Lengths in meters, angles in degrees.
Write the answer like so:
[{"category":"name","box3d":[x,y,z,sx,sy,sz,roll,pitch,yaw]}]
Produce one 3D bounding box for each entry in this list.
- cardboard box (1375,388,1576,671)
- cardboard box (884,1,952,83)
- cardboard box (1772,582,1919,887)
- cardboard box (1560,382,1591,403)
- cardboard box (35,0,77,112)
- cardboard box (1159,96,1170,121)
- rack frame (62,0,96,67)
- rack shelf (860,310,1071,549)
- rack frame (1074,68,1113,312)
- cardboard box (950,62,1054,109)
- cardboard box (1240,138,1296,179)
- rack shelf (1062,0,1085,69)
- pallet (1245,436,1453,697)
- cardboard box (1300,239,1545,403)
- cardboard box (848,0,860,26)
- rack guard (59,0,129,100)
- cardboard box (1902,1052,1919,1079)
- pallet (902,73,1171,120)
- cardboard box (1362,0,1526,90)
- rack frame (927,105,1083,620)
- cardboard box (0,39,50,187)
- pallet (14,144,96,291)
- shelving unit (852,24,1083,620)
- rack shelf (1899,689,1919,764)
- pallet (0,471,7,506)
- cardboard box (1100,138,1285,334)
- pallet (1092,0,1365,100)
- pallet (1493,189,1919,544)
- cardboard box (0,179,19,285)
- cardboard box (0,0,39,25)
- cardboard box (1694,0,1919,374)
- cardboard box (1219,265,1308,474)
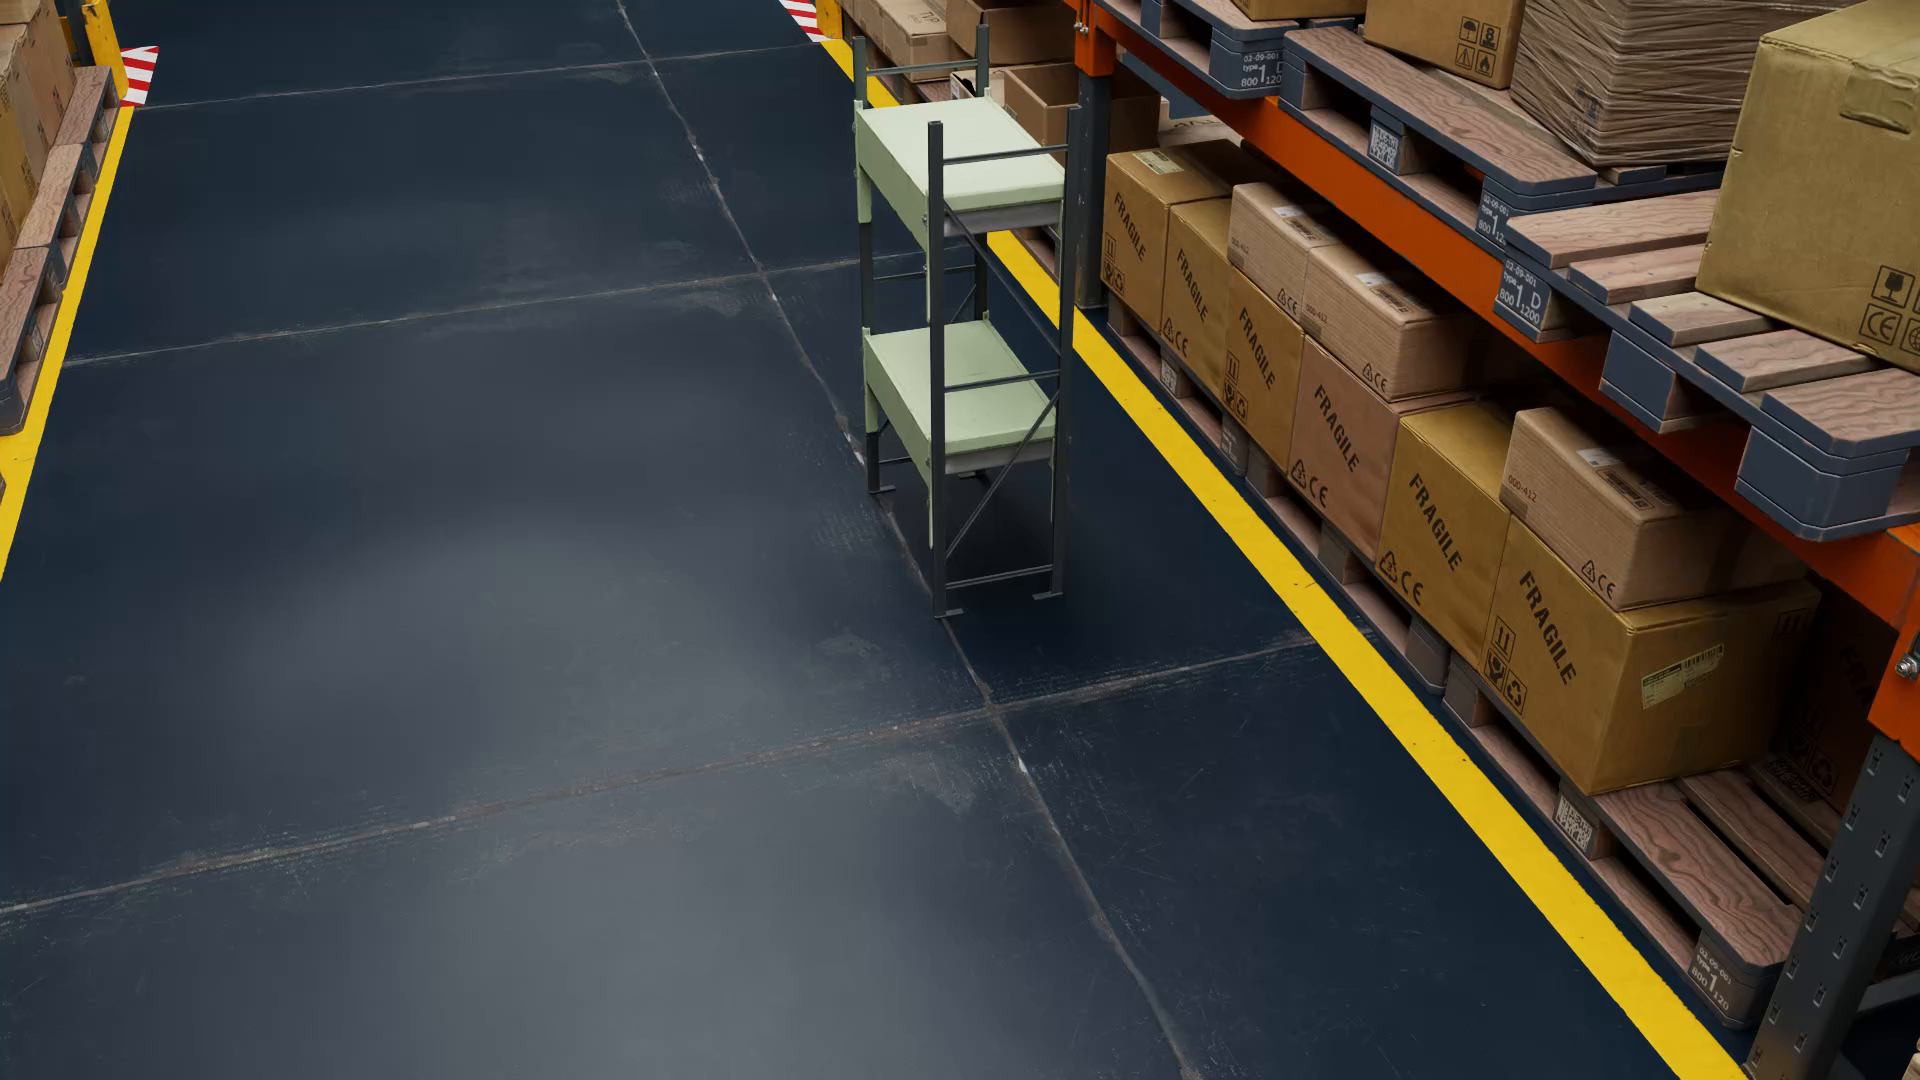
[{"category":"cardboard box","box3d":[1.493,-0.039,4.457,0.500,0.500,0.500,-11,35,-16]},{"category":"cardboard box","box3d":[-0.081,-2.554,8.489,0.500,0.250,0.500,-10,35,-15]},{"category":"cardboard box","box3d":[2.292,0.397,3.797,0.500,0.500,0.500,-9,34,-13]},{"category":"cardboard box","box3d":[1.979,-0.141,4.611,0.500,0.500,0.500,-10,35,-15]},{"category":"cardboard box","box3d":[-4.689,-2.322,7.930,0.700,0.500,0.500,-10,35,-15]},{"category":"cardboard box","box3d":[0.743,-1.986,7.706,0.380,0.166,0.250,-10,35,-15]},{"category":"rack frame","box3d":[-4.998,-3.541,7.887,1.000,3.000,0.127,-10,35,-15]},{"category":"rack shelf","box3d":[0.002,-0.350,5.011,0.431,0.370,0.720,-10,35,-15]},{"category":"rack frame","box3d":[0.939,-2.276,5.973,1.000,3.000,0.127,-10,35,-15]},{"category":"cardboard box","box3d":[0.266,-1.983,7.569,0.500,0.311,0.500,-10,35,-15]},{"category":"cardboard box","box3d":[1.362,-1.205,6.222,0.500,0.500,0.500,-10,35,-15]},{"category":"rack shelf","box3d":[0.329,-3.025,7.760,1.077,0.370,4.000,-10,35,-15]},{"category":"pallet","box3d":[1.599,-0.050,5.134,1.003,0.211,1.213,-10,35,-15]},{"category":"cardboard box","box3d":[1.313,-0.646,4.695,0.500,0.250,0.500,-11,35,-16]},{"category":"cardboard box","box3d":[-0.405,-2.968,9.192,0.380,0.166,0.250,-10,35,-15]},{"category":"rack guard","box3d":[-5.005,-2.510,8.596,1.175,0.500,0.348,-10,35,-15]},{"category":"cardboard box","box3d":[2.039,1.121,2.946,0.500,0.250,0.500,-10,35,-15]},{"category":"pallet","box3d":[0.354,-2.114,8.259,1.003,0.211,1.213,-10,35,-15]},{"category":"cardboard box","box3d":[1.537,-1.575,4.441,0.700,0.500,0.500,-19,38,-27]},{"category":"rack frame","box3d":[0.114,-0.430,4.540,0.400,1.500,0.023,-10,35,-15]},{"category":"cardboard box","box3d":[-4.382,-1.796,7.133,0.700,0.500,0.500,-11,35,-16]},{"category":"pallet","box3d":[-4.311,-1.331,7.073,1.003,0.211,1.213,-10,35,-15]},{"category":"shelving unit","box3d":[0.002,-0.622,4.831,0.431,1.500,0.755,-10,35,-15]},{"category":"rack shelf","box3d":[2.769,1.175,1.404,1.077,0.370,4.000,-10,35,-15]},{"category":"pallet","box3d":[-3.470,0.115,4.884,1.003,0.211,1.213,-10,35,-15]},{"category":"cardboard box","box3d":[0.854,-1.121,6.094,0.500,0.500,0.500,-12,35,-17]},{"category":"pallet","box3d":[1.079,-1.758,5.363,1.003,0.211,1.213,-10,35,-15]},{"category":"pallet","box3d":[1.885,-0.439,3.368,1.213,0.211,1.003,-10,35,-15]},{"category":"cardboard box","box3d":[-4.058,-1.247,6.303,0.700,0.500,0.500,-10,35,-15]},{"category":"cardboard box","box3d":[-4.398,-2.422,7.493,0.380,0.149,0.250,-9,35,-13]},{"category":"cardboard box","box3d":[1.860,-0.704,3.123,0.700,0.500,0.500,-23,40,-30]},{"category":"cardboard box","box3d":[1.173,-0.579,5.274,0.500,0.500,0.500,-10,35,-14]}]
